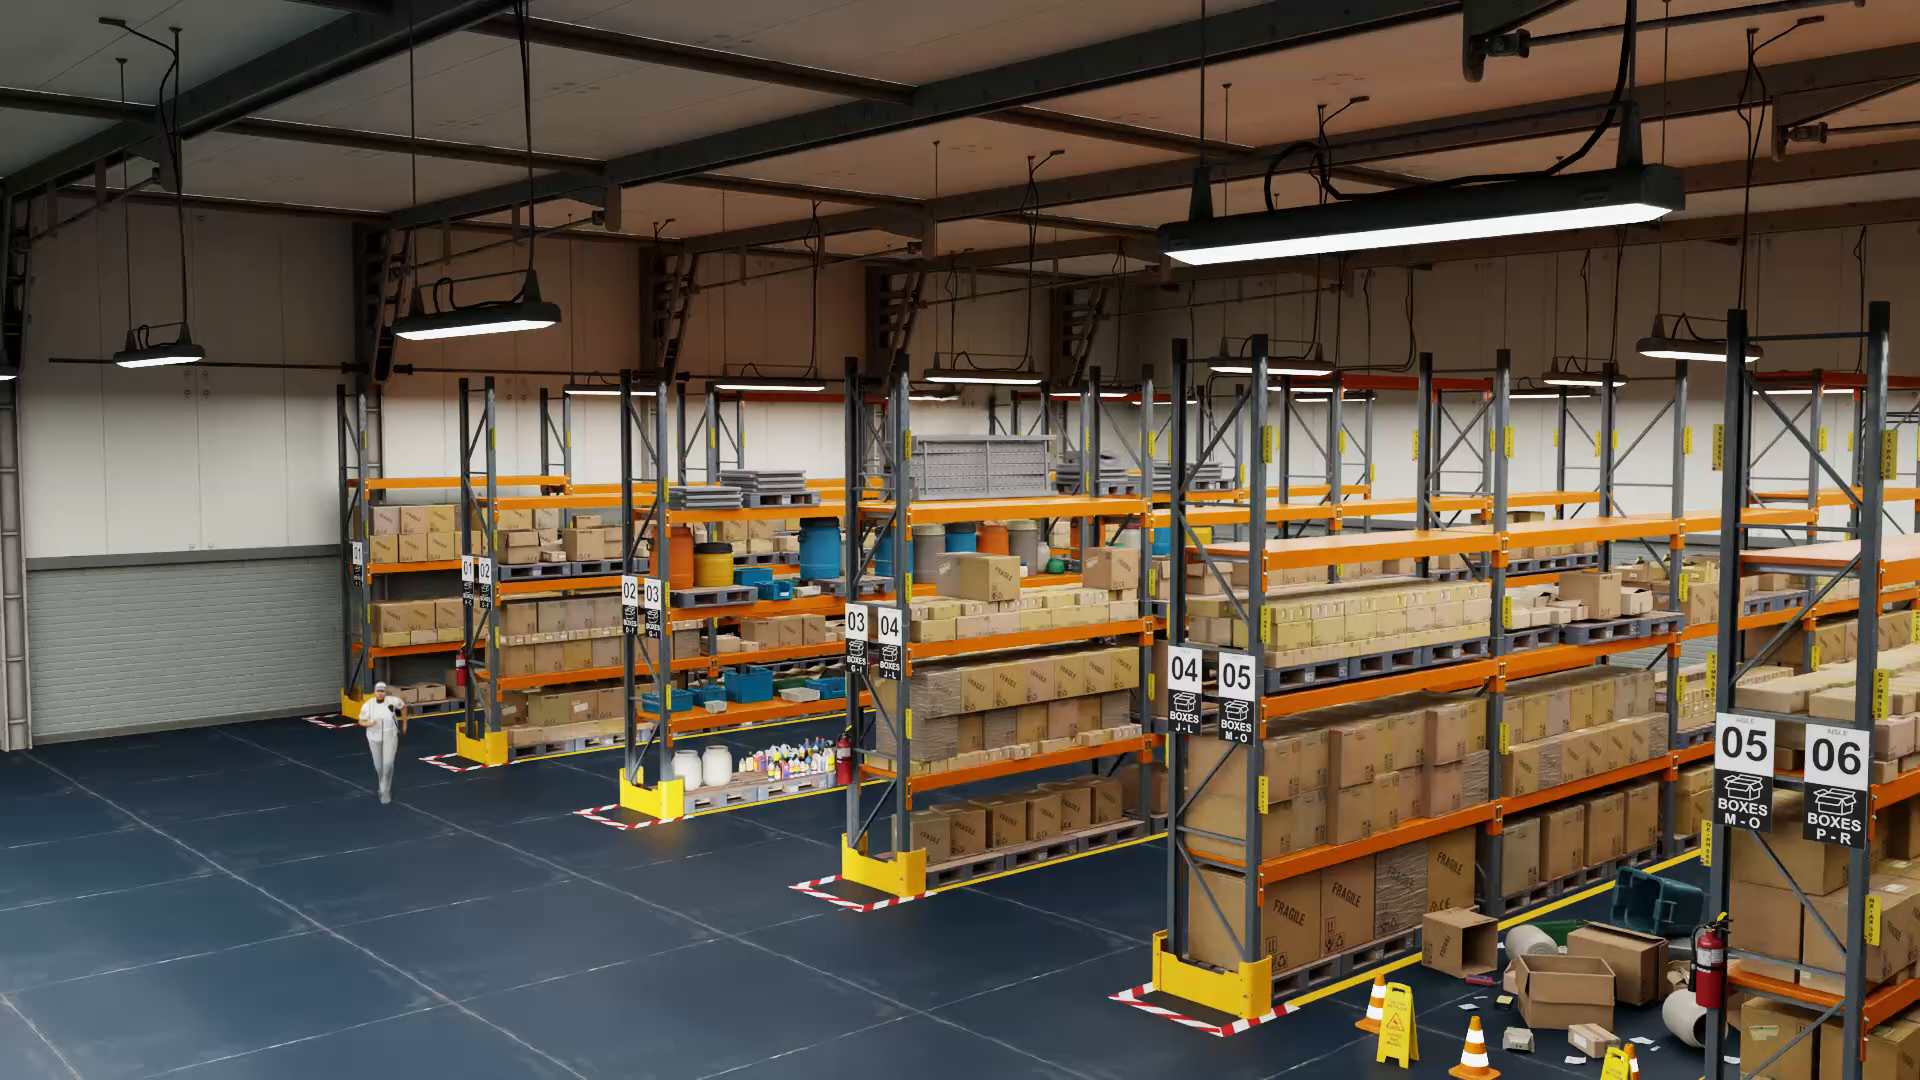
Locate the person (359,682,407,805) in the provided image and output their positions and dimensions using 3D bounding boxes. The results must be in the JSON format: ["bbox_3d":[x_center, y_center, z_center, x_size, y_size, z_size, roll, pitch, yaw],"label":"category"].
[{"bbox_3d":[-8.086,2.819,23.316,0.626,1.708,0.832,-1,4,-16],"label":"person"}]

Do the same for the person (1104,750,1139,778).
[{"bbox_3d":[2.406,2.767,23.896,0.589,1.741,0.778,3,5,43],"label":"person"}]
